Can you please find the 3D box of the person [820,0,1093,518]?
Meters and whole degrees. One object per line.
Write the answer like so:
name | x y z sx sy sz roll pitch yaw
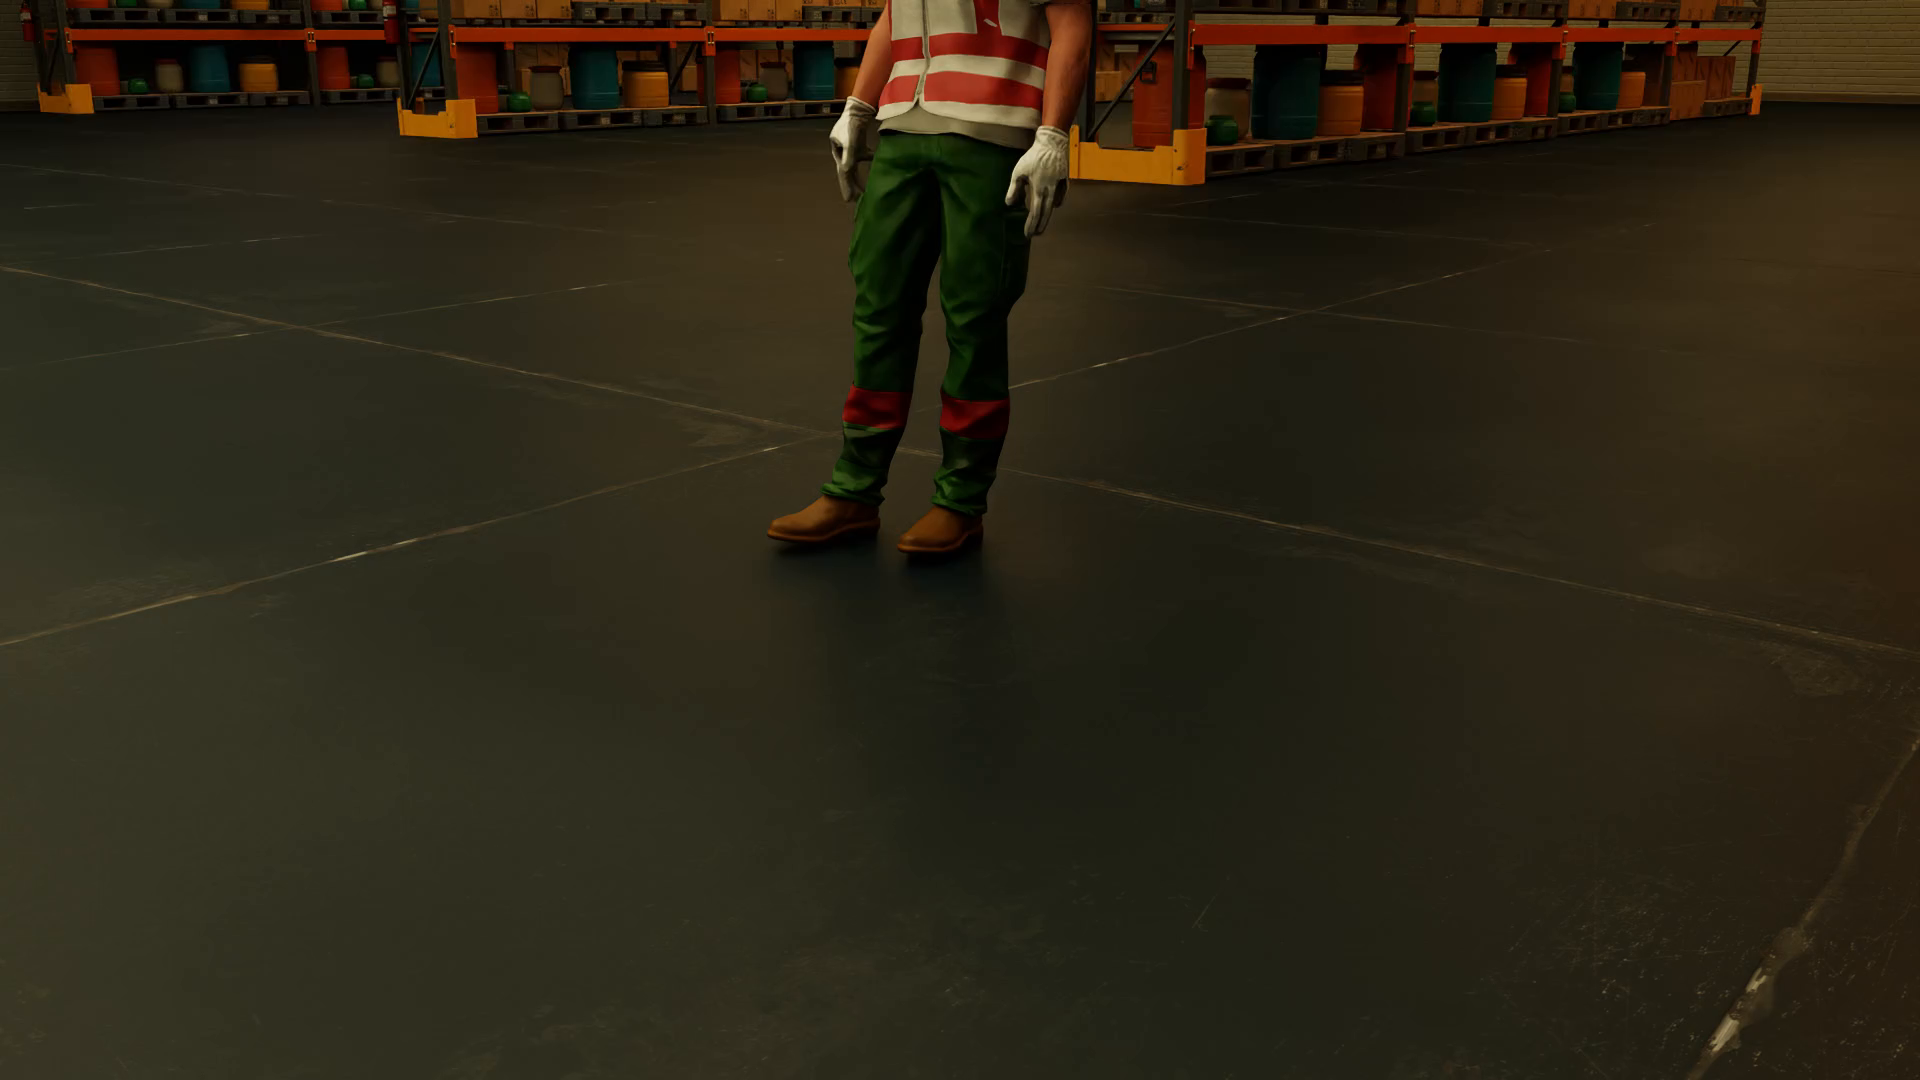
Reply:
person | -0.015 -0.864 3.678 0.638 1.689 0.421 13 21 37
